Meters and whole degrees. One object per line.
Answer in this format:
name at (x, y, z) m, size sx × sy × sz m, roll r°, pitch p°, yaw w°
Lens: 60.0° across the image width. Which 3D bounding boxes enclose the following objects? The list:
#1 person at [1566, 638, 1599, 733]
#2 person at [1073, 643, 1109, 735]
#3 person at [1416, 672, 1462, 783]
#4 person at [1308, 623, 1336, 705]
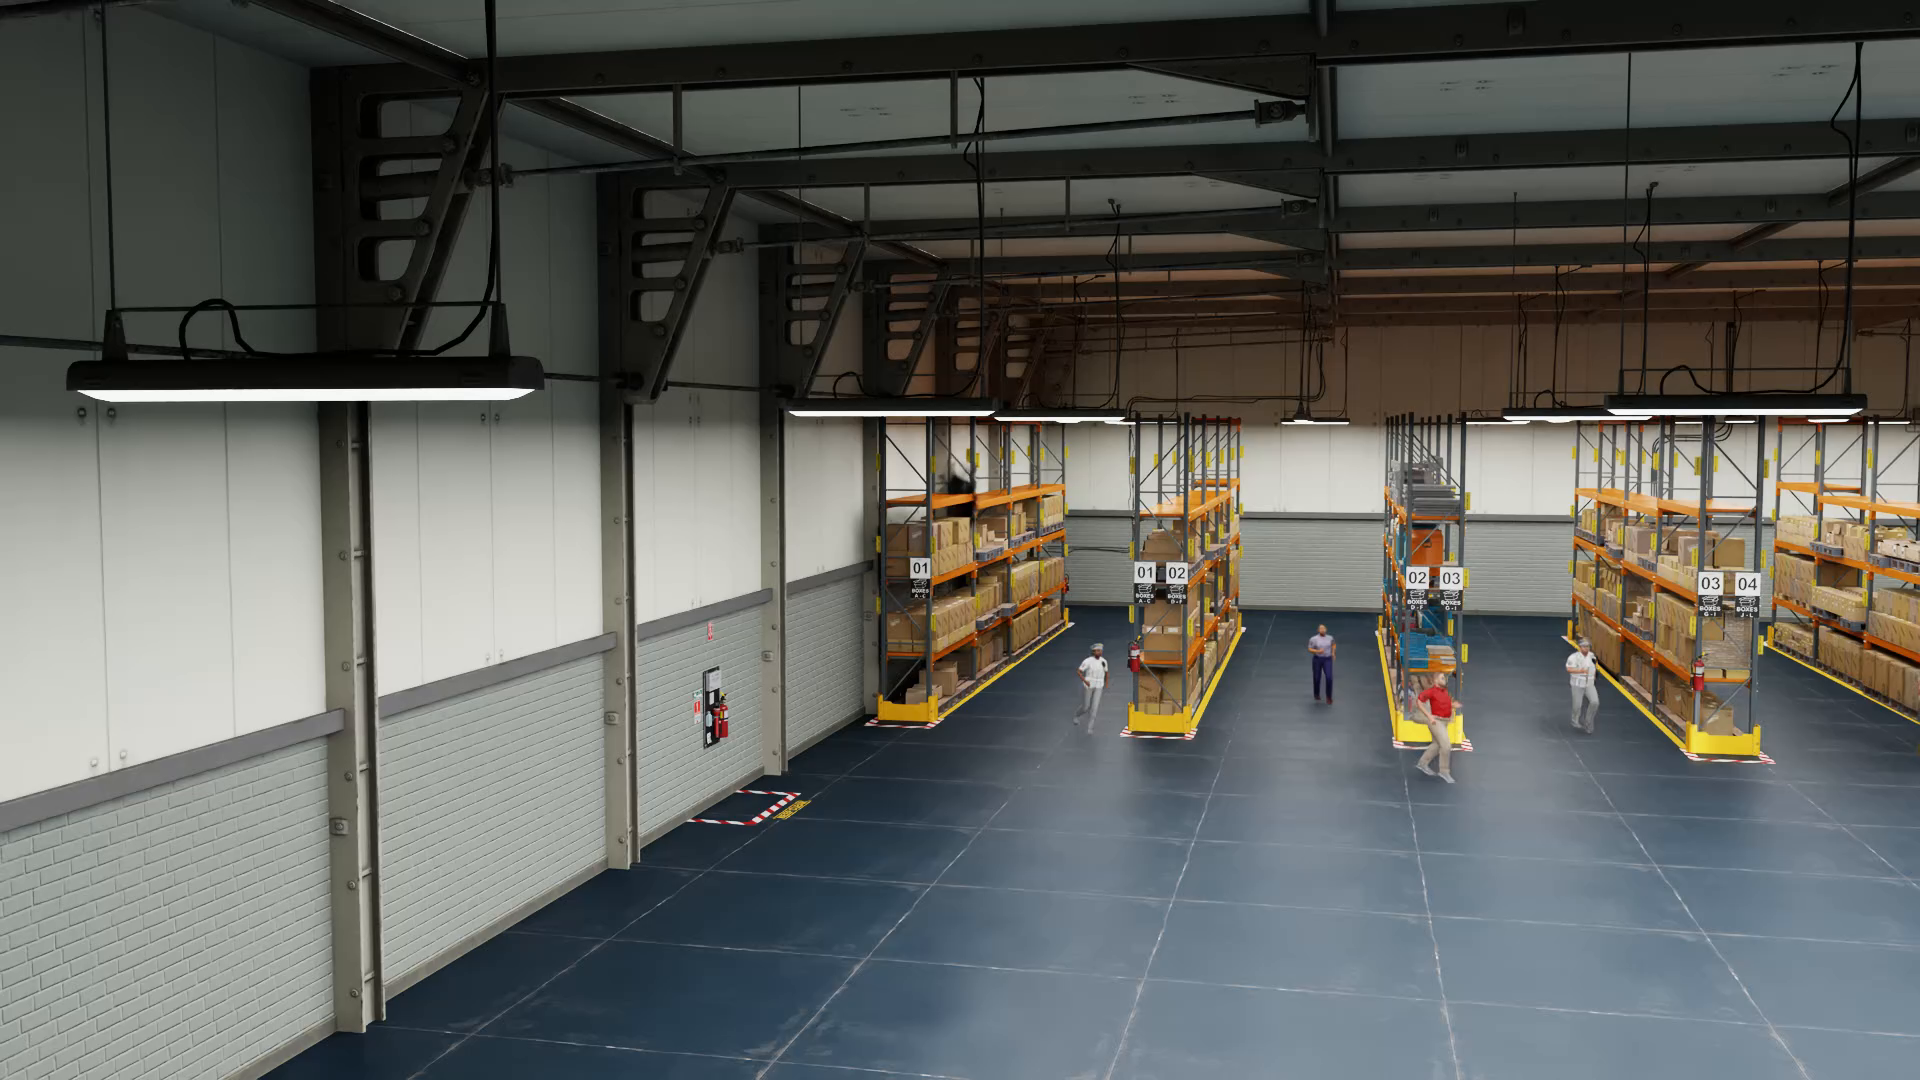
person at (11.707, 2.738, 31.297) m, size 0.641 × 1.815 × 0.790 m, roll 0°, pitch 4°, yaw 0°
person at (2.500, 2.733, 30.901) m, size 0.640 × 1.646 × 0.820 m, roll -1°, pitch 4°, yaw -13°
person at (7.778, 3.040, 27.022) m, size 0.733 × 1.794 × 0.643 m, roll 3°, pitch 5°, yaw 38°
person at (7.515, 2.577, 34.495) m, size 0.595 × 1.696 × 0.713 m, roll 0°, pitch 4°, yaw 6°
